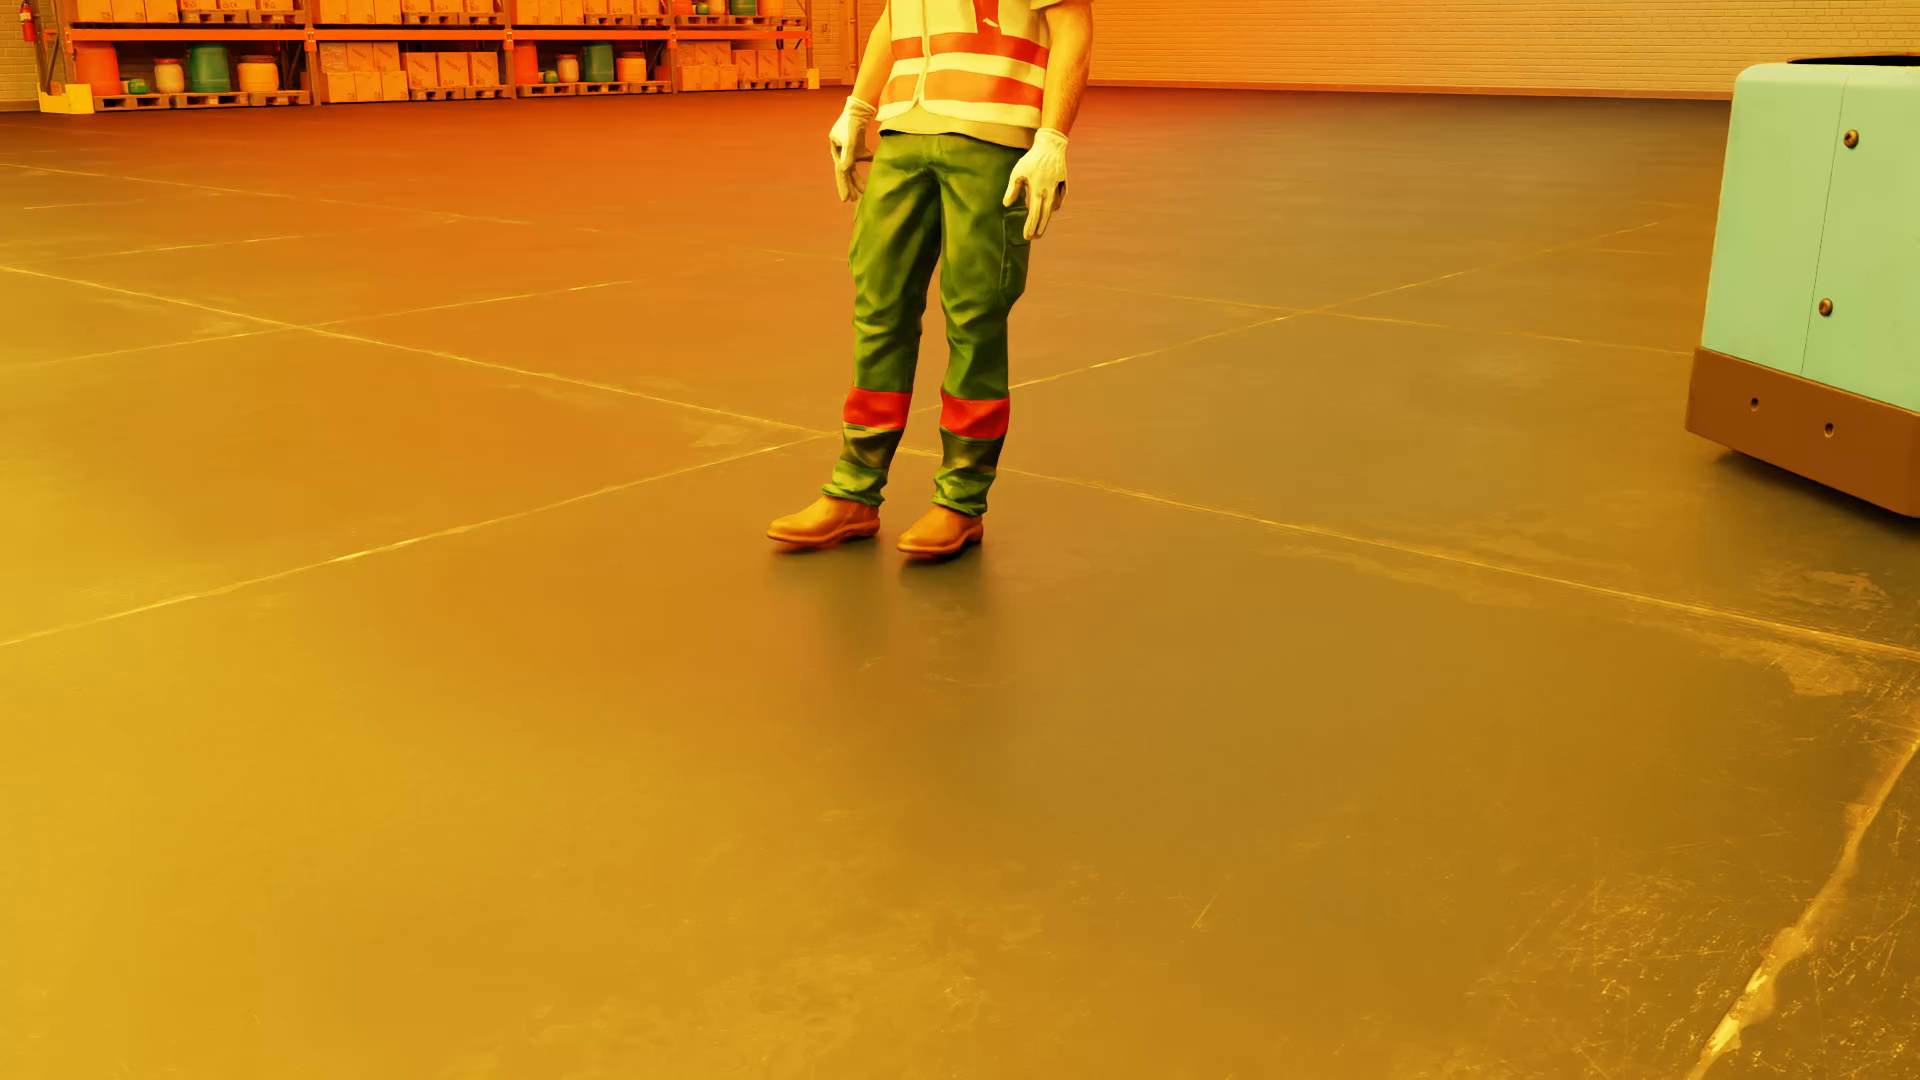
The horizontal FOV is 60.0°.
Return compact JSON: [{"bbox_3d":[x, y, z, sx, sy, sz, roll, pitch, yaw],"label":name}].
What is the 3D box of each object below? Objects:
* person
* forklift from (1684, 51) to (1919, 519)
[{"bbox_3d":[-0.060,-0.847,3.628,0.638,1.787,0.564,13,21,37],"label":"person"},{"bbox_3d":[3.623,-1.588,4.127,3.031,2.935,1.130,-3,17,-9],"label":"forklift"}]
